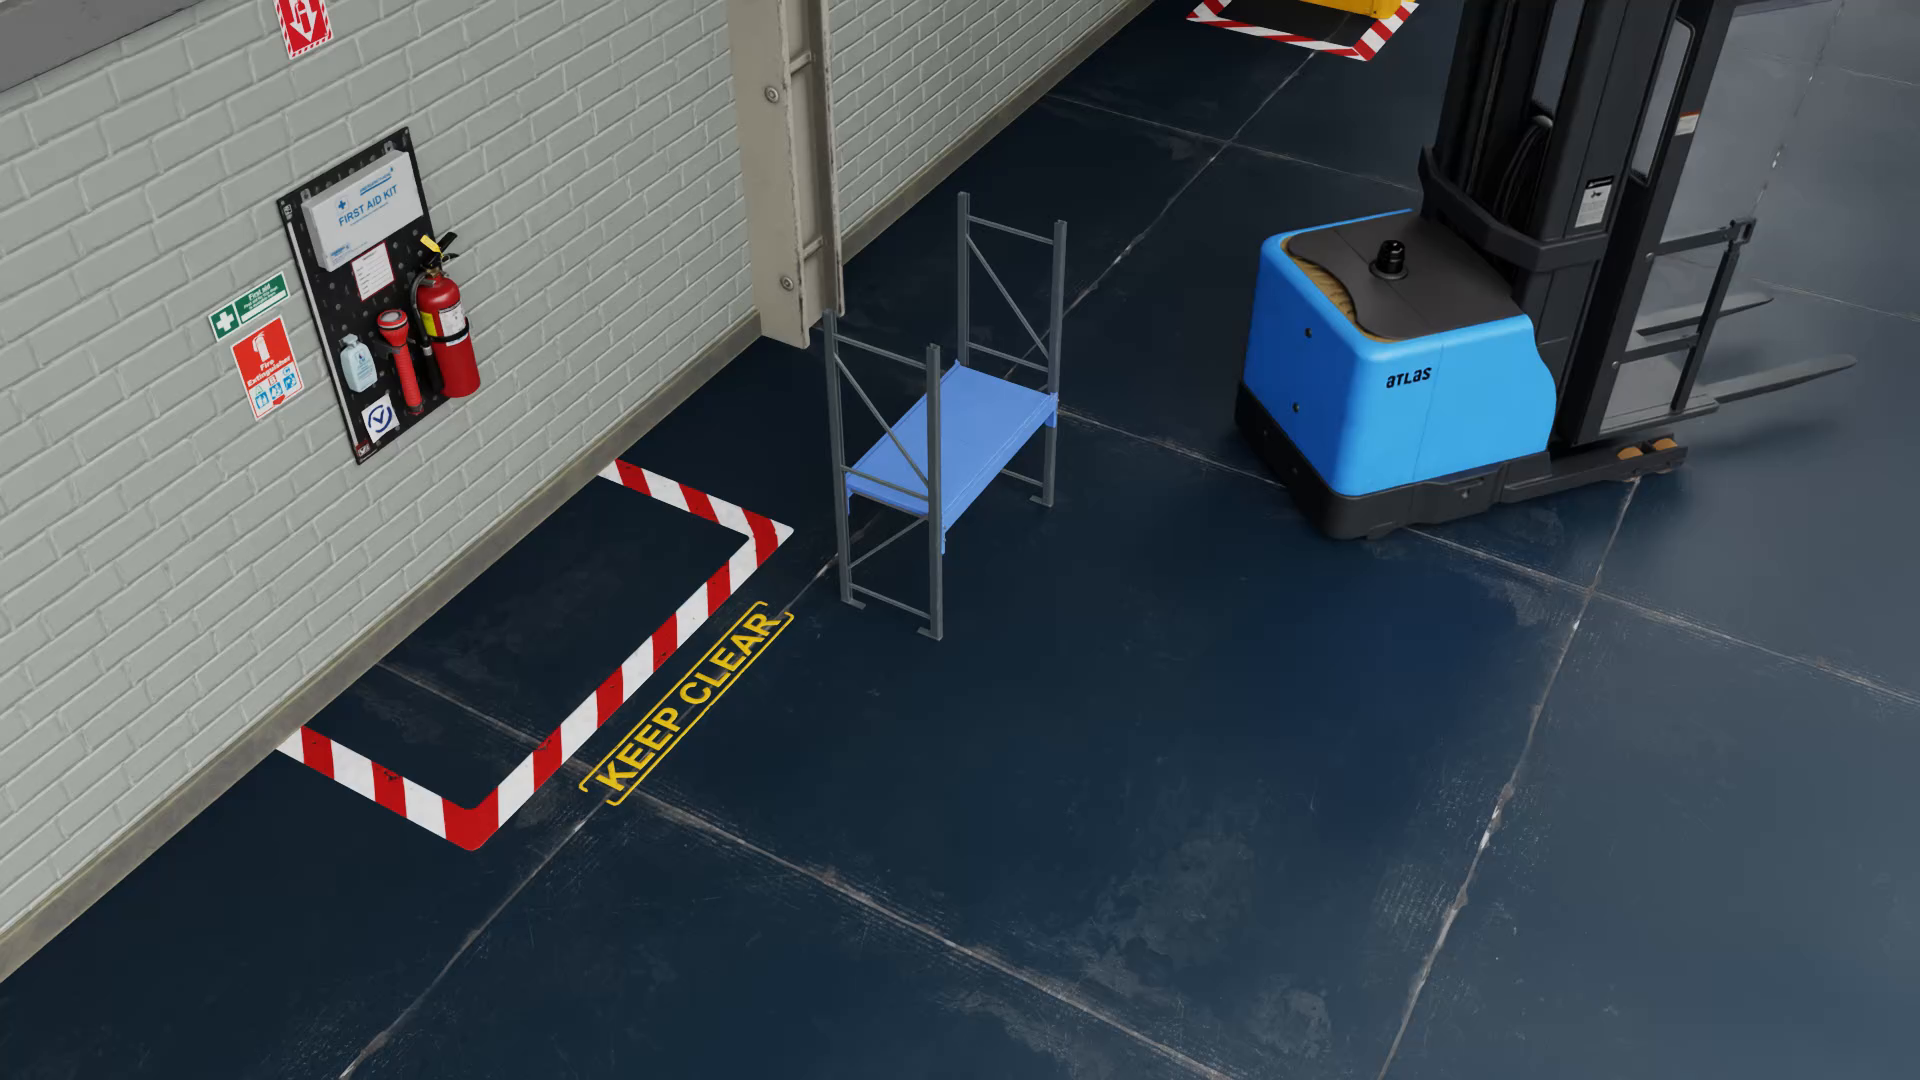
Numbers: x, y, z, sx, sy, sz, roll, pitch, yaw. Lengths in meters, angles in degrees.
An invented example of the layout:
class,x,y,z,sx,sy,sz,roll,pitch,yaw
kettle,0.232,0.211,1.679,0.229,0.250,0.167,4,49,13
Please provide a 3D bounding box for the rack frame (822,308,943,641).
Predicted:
class,x,y,z,sx,sy,sz,roll,pitch,yaw
rack frame,-0.297,-0.223,6.684,0.500,1.500,0.032,21,45,22

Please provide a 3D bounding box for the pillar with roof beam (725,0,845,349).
class,x,y,z,sx,sy,sz,roll,pitch,yaw
pillar with roof beam,2.880,-3.115,4.294,9.100,9.000,0.400,21,45,22

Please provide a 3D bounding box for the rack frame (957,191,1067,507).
class,x,y,z,sx,sy,sz,roll,pitch,yaw
rack frame,0.212,-0.805,7.345,0.500,1.500,0.032,21,45,22

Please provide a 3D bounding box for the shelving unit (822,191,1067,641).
class,x,y,z,sx,sy,sz,roll,pitch,yaw
shelving unit,-0.043,-0.514,7.014,0.538,1.500,1.048,21,45,22

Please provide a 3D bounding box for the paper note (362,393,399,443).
class,x,y,z,sx,sy,sz,roll,pitch,yaw
paper note,-2.265,-0.477,6.504,0.016,0.148,0.142,21,45,22

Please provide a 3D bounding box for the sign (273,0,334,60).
class,x,y,z,sx,sy,sz,roll,pitch,yaw
sign,-2.207,-1.784,5.568,0.001,0.298,0.199,21,45,22

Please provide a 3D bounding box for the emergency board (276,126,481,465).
class,x,y,z,sx,sy,sz,roll,pitch,yaw
emergency board,-2.117,-0.886,6.302,0.194,1.169,0.643,21,45,22

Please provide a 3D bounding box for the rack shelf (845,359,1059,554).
class,x,y,z,sx,sy,sz,roll,pitch,yaw
rack shelf,-0.043,-0.379,7.133,0.538,0.185,1.000,21,45,22

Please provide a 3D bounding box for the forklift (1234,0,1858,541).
class,x,y,z,sx,sy,sz,roll,pitch,yaw
forklift,2.914,-1.691,7.267,3.031,2.935,1.130,-13,43,-15

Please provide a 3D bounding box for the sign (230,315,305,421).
class,x,y,z,sx,sy,sz,roll,pitch,yaw
sign,-2.483,-0.617,5.970,0.001,0.329,0.234,21,45,22

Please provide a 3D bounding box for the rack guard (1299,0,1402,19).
class,x,y,z,sx,sy,sz,roll,pitch,yaw
rack guard,2.592,-4.139,11.888,1.175,0.500,0.348,21,45,22

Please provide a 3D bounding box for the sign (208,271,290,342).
class,x,y,z,sx,sy,sz,roll,pitch,yaw
sign,-2.473,-0.816,5.794,0.001,0.109,0.331,21,45,22
